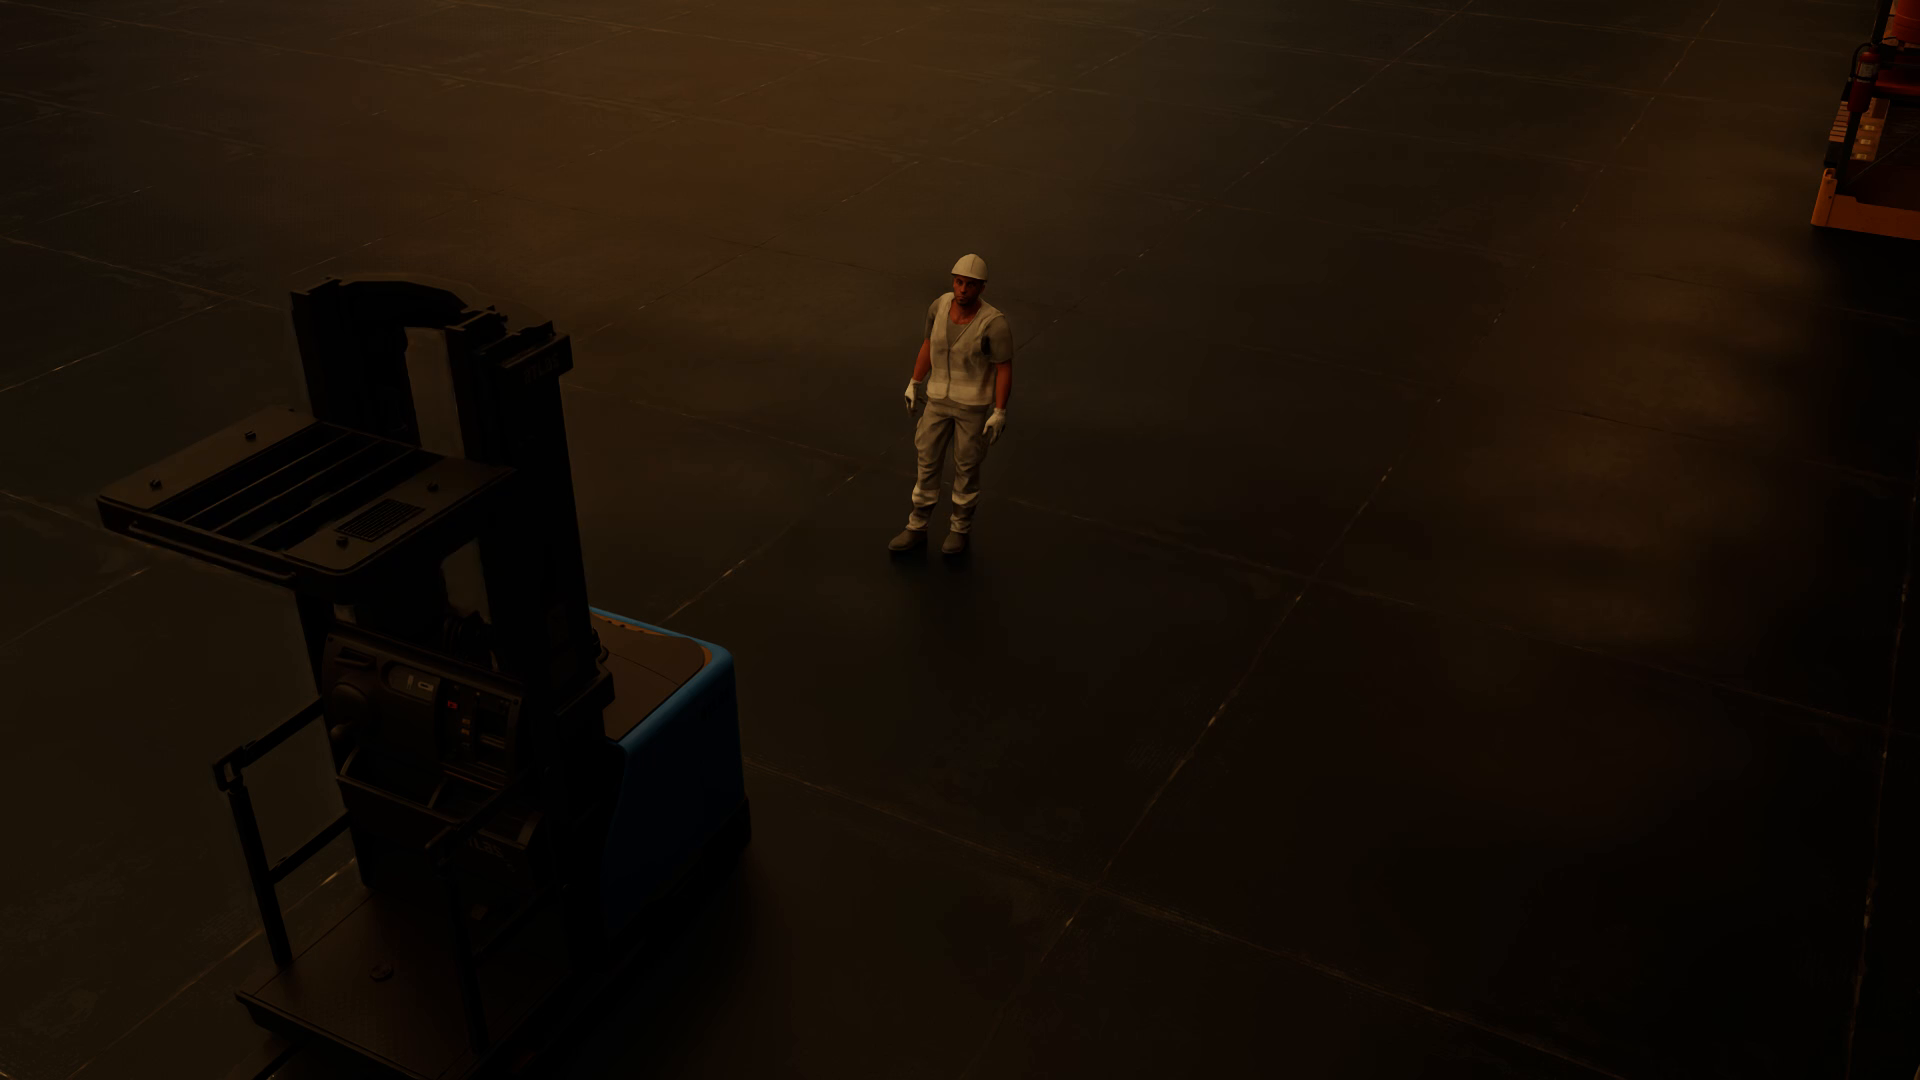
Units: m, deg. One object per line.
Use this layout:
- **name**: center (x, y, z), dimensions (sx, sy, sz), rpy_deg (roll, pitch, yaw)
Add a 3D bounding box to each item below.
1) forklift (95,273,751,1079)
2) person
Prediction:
- **forklift**: center (-2.065, 0.669, 5.912), dimensions (1.130, 2.935, 3.031), rpy_deg (14, 33, 23)
- **person**: center (-0.049, -0.749, 9.497), dimensions (0.637, 1.787, 0.564), rpy_deg (15, 33, 25)
